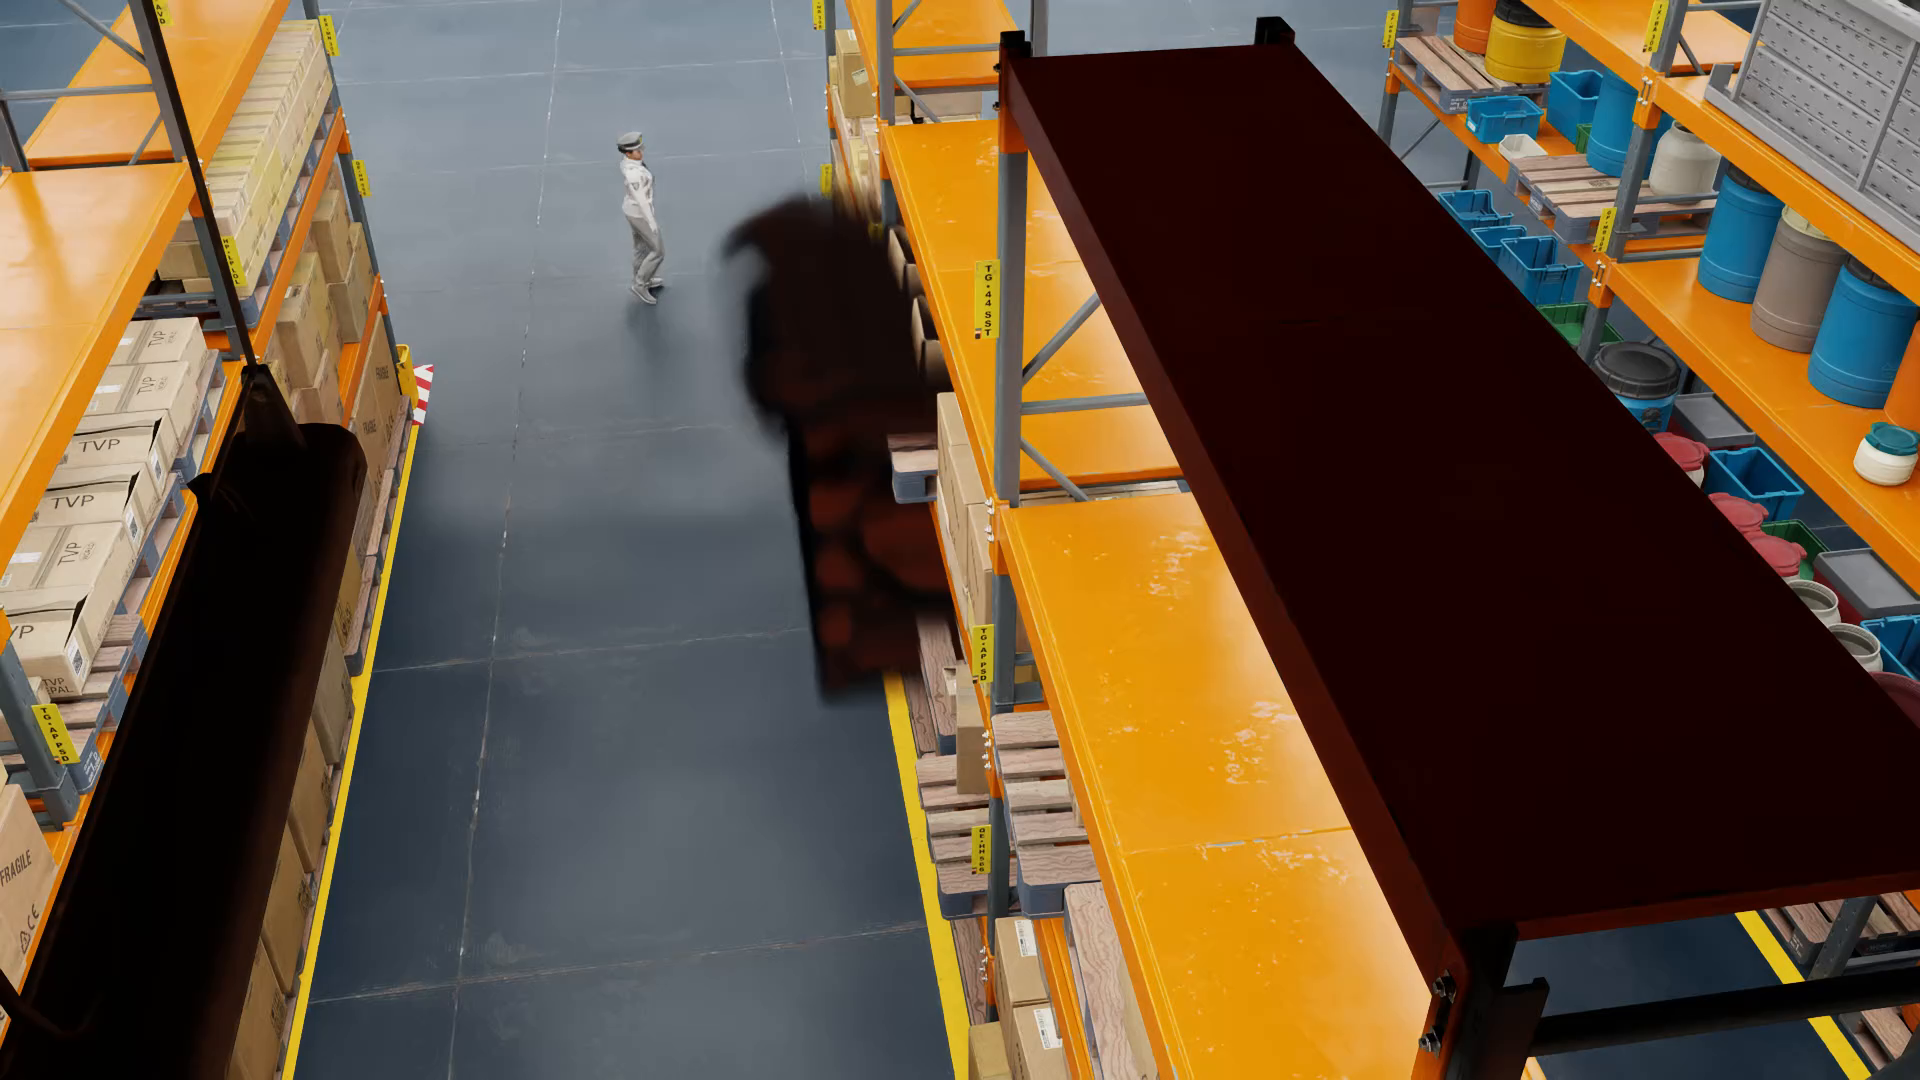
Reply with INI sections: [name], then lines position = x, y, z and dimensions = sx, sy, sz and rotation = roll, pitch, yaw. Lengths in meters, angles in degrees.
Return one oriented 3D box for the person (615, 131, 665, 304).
[person]
position = -3.151, -3.171, 16.355
dimensions = 0.389, 1.691, 0.511
rotation = -13, 38, -17
